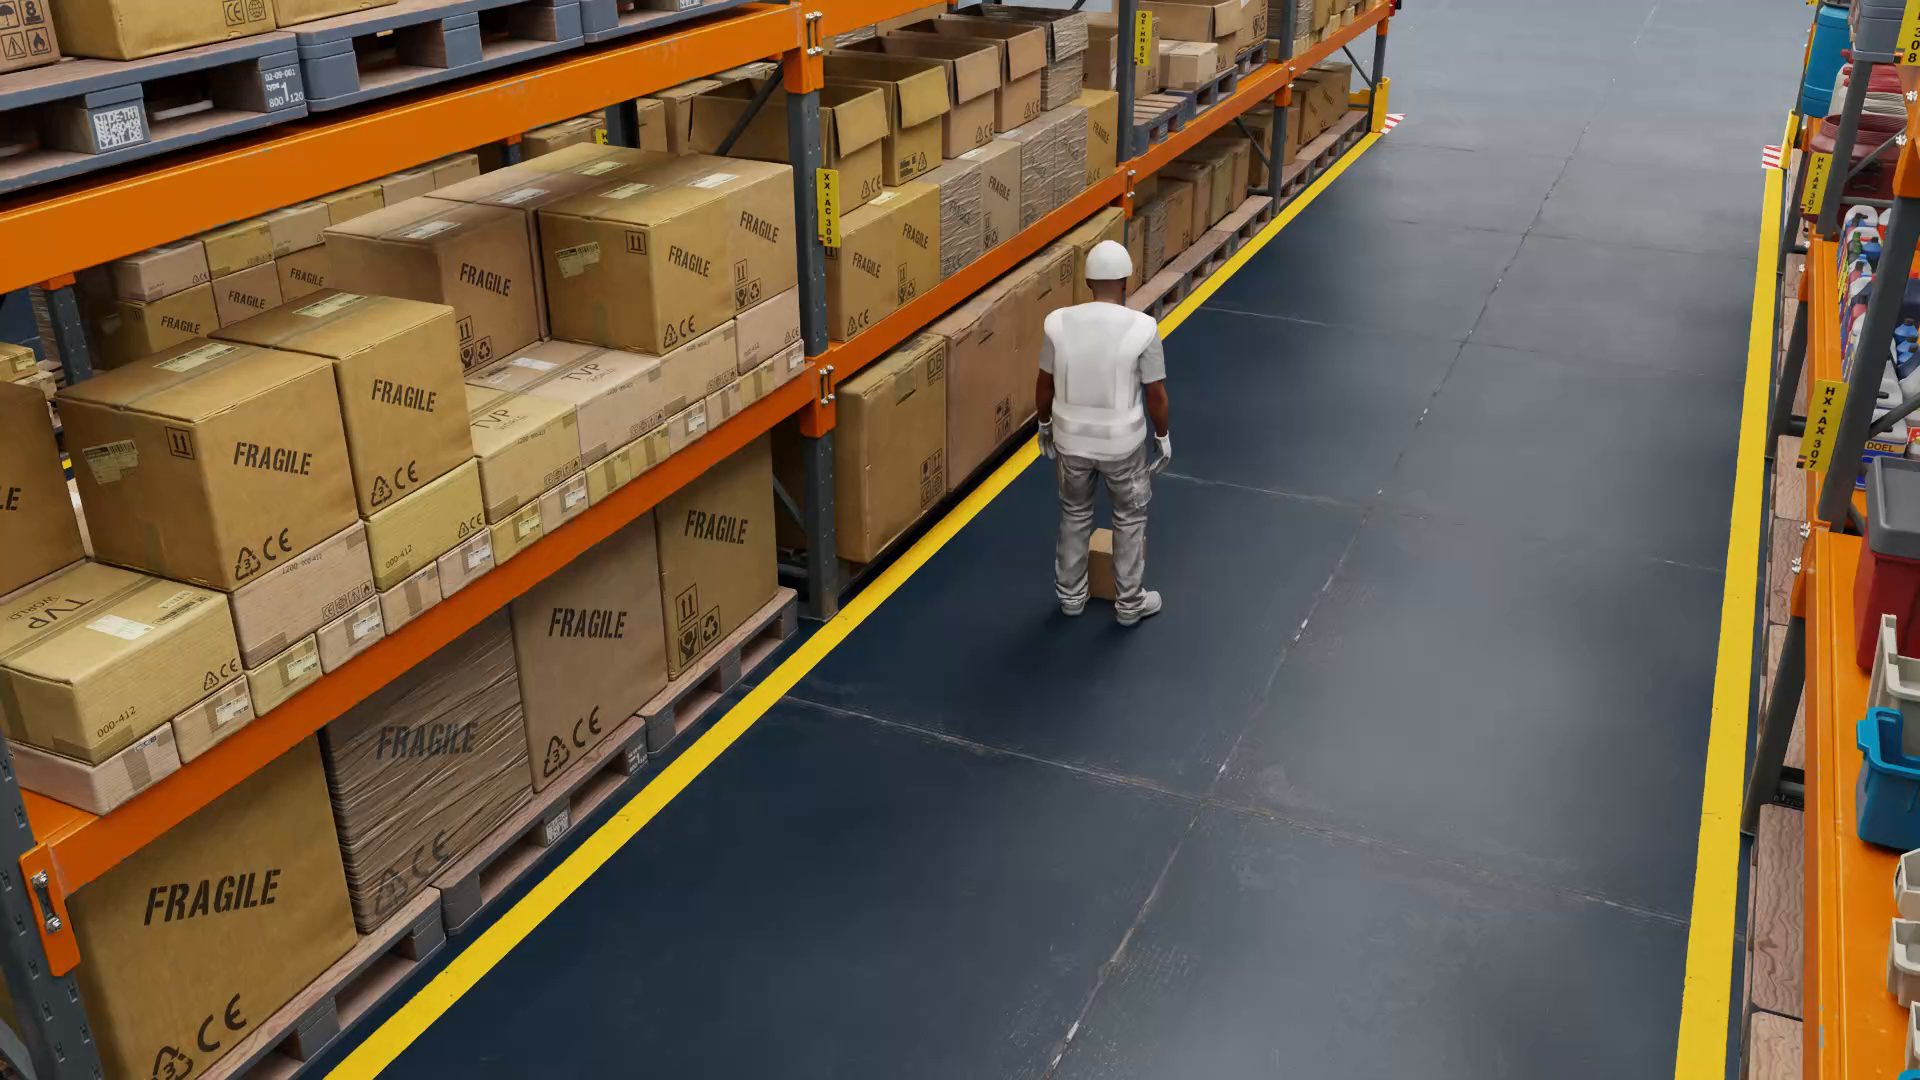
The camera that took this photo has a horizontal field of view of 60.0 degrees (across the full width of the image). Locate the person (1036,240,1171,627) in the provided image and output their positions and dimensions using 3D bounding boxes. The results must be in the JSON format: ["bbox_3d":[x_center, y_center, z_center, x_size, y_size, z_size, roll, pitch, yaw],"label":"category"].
[{"bbox_3d":[0.647,-0.471,7.568,0.630,1.776,0.443,10,28,19],"label":"person"}]
